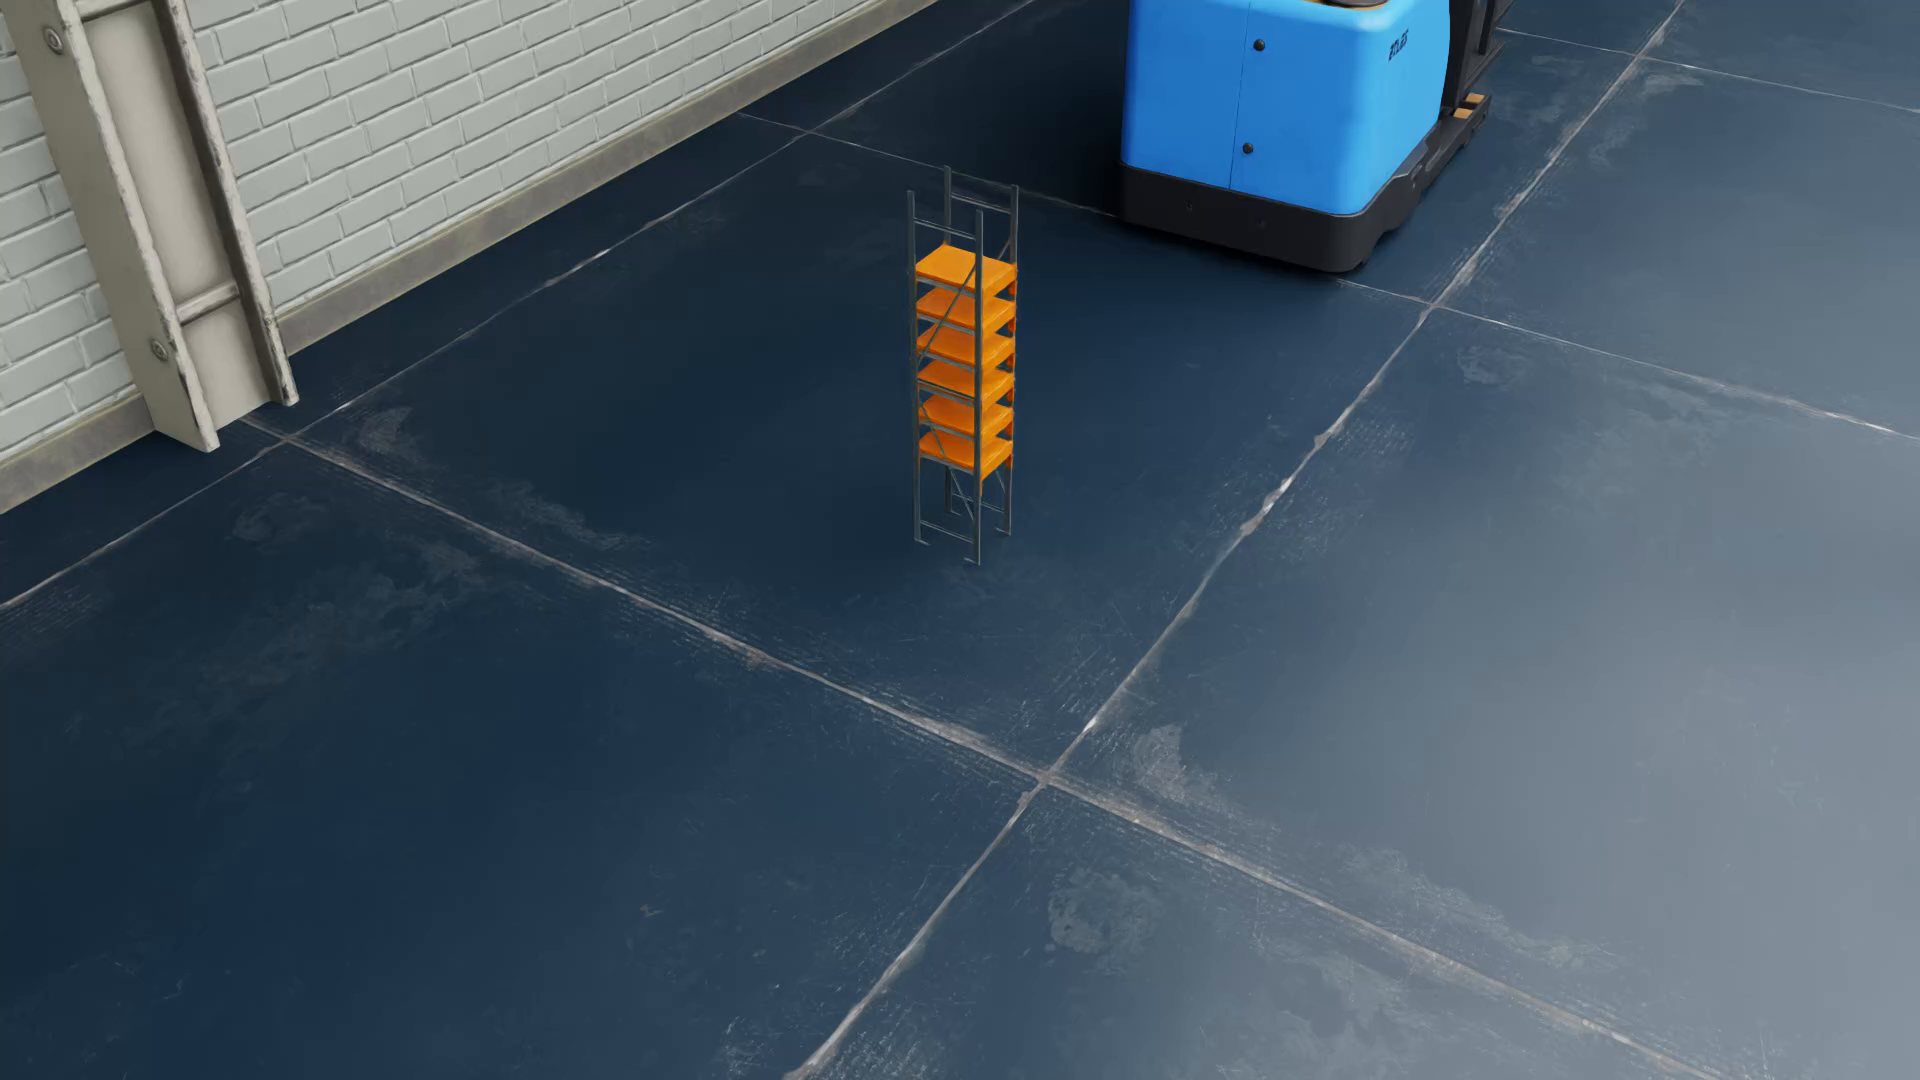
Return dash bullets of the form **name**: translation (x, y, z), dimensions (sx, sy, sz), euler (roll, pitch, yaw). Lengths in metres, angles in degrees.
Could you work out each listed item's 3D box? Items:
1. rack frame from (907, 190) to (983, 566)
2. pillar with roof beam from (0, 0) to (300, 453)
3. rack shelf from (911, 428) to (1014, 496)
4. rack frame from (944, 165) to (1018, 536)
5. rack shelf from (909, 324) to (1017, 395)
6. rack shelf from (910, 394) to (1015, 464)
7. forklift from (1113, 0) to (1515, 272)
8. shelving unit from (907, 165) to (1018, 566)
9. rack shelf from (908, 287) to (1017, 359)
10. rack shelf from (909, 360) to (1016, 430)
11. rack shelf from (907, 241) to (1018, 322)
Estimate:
- **rack frame**: translation (-0.041, -0.435, 4.832), dimensions (0.240, 1.200, 0.006), euler (21, 42, 25)
- **pillar with roof beam**: translation (1.062, -2.601, 1.254), dimensions (9.100, 9.000, 0.400), euler (21, 42, 25)
- **rack shelf**: translation (0.008, -0.257, 5.067), dimensions (0.258, 0.103, 0.180), euler (21, 42, 25)
- **rack frame**: translation (0.057, -0.530, 4.955), dimensions (0.240, 1.200, 0.006), euler (21, 42, 25)
- **rack shelf**: translation (0.008, -0.542, 4.847), dimensions (0.258, 0.103, 0.180), euler (21, 42, 25)
- **rack shelf**: translation (0.008, -0.352, 4.994), dimensions (0.258, 0.103, 0.180), euler (21, 42, 25)
- **forklift**: translation (1.803, -3.085, 6.851), dimensions (1.130, 2.935, 3.031), euler (19, 42, 23)
- **shelving unit**: translation (0.008, -0.483, 4.893), dimensions (0.258, 1.200, 0.189), euler (21, 42, 25)
- **rack shelf**: translation (0.008, -0.638, 4.774), dimensions (0.258, 0.103, 0.180), euler (21, 42, 25)
- **rack shelf**: translation (0.008, -0.447, 4.920), dimensions (0.258, 0.103, 0.180), euler (21, 42, 25)
- **rack shelf**: translation (0.008, -0.733, 4.701), dimensions (0.258, 0.103, 0.180), euler (21, 42, 25)
